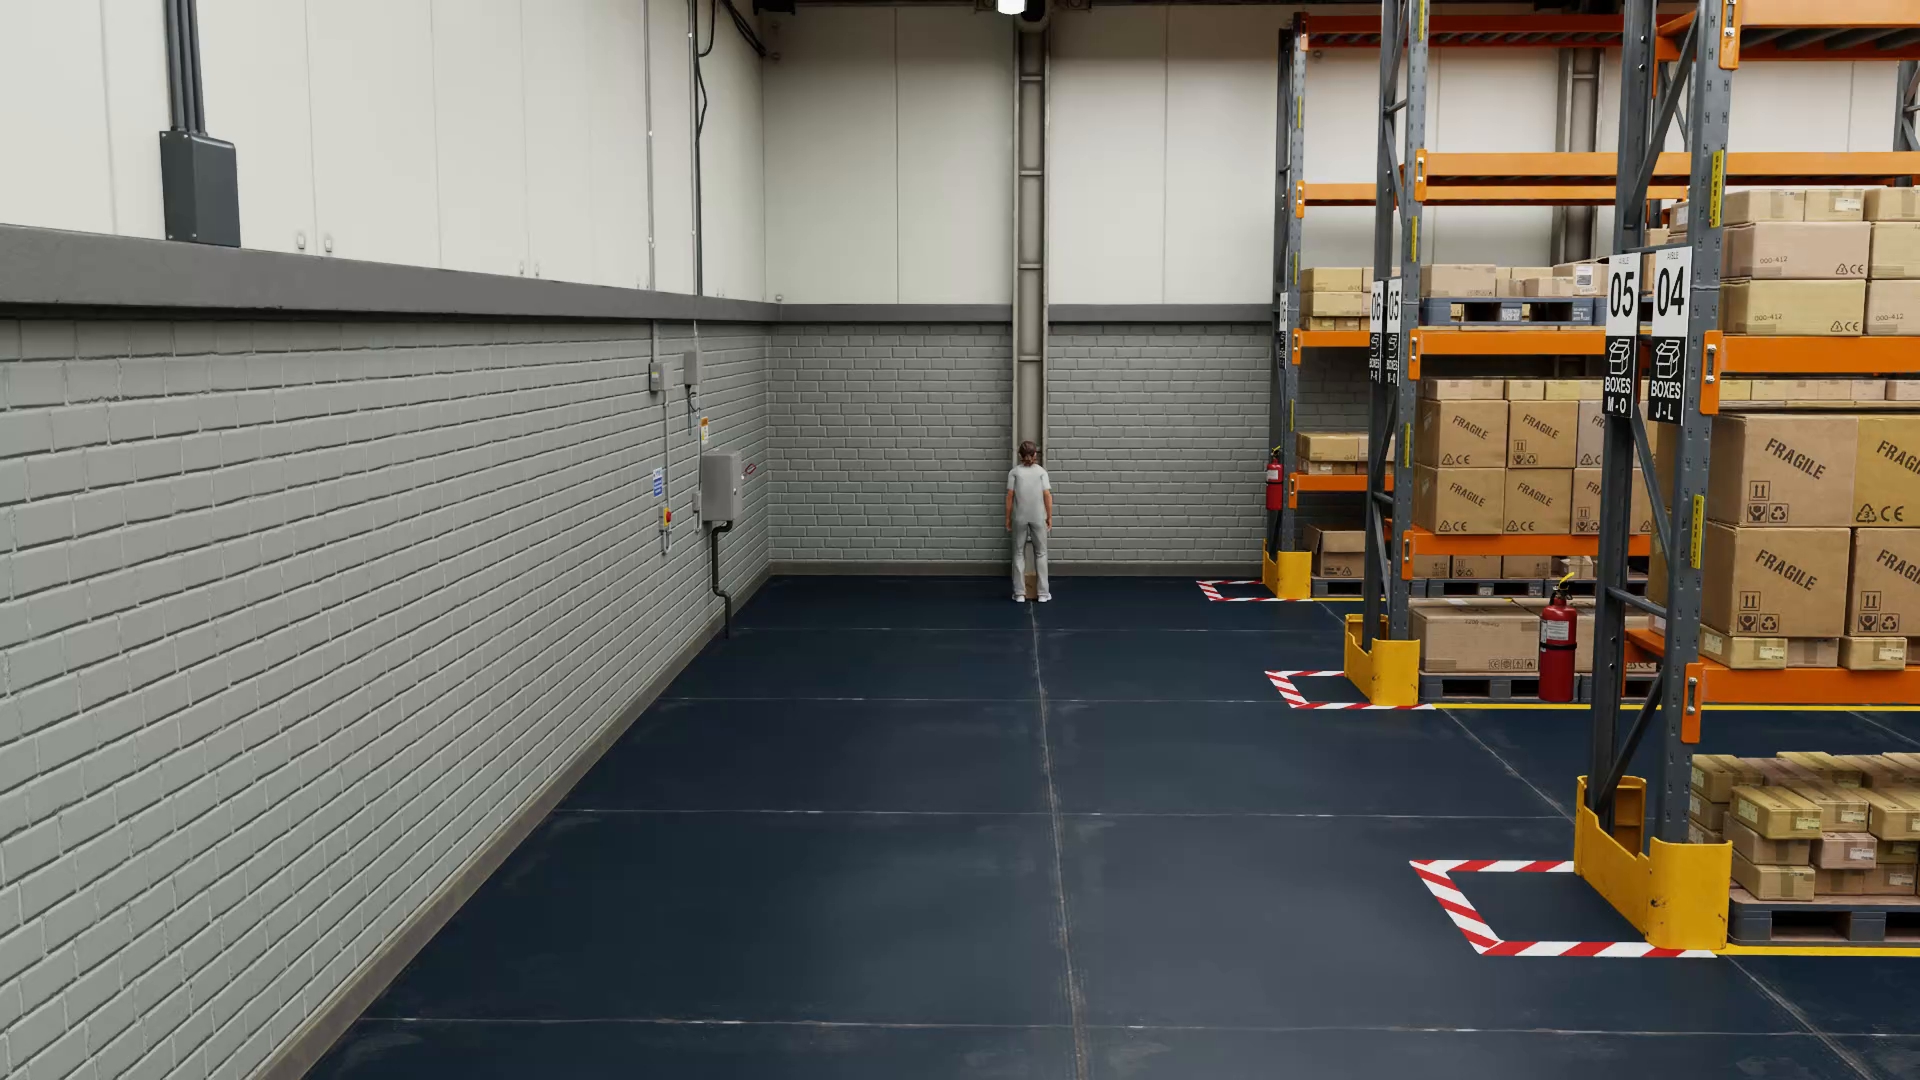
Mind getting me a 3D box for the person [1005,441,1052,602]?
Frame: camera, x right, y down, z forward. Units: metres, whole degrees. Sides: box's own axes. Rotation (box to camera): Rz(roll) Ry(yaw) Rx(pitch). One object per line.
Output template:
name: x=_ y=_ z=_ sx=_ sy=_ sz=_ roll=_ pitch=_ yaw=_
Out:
person: x=0.714 y=-0.194 z=17.295 sx=0.486 sy=1.673 sz=0.358 roll=0 pitch=7 yaw=2
